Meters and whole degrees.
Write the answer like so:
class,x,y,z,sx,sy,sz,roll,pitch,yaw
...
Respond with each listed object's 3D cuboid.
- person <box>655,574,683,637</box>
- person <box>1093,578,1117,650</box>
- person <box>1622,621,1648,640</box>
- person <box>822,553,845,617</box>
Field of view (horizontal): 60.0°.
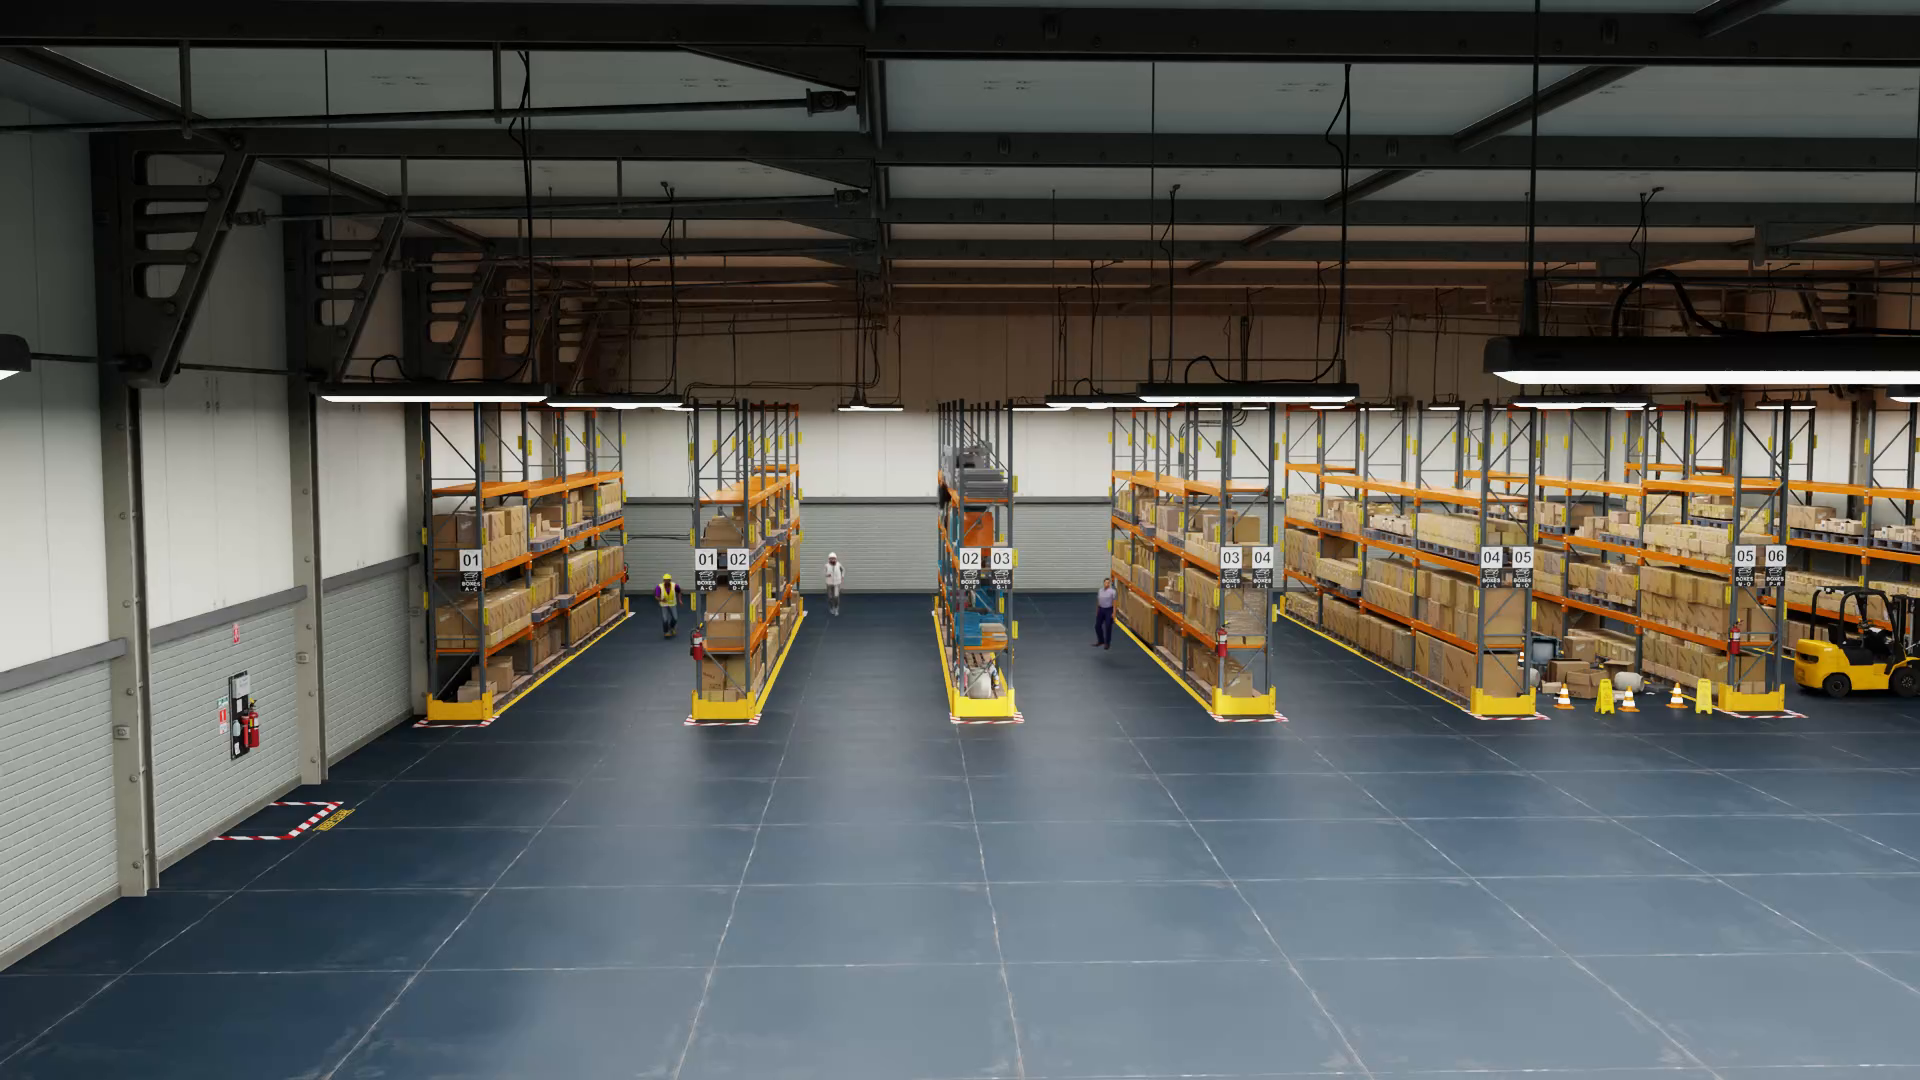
class,x,y,z,sx,sy,sz,roll,pitch,yaw
person,-7.434,1.676,42.449,0.725,1.654,0.829,-1,4,-15
person,3.365,1.701,38.644,0.598,1.678,0.440,2,5,26
person,16.826,1.767,41.485,0.660,1.638,0.817,-1,5,-16
person,-3.592,1.267,47.117,0.615,1.825,0.833,0,4,1
